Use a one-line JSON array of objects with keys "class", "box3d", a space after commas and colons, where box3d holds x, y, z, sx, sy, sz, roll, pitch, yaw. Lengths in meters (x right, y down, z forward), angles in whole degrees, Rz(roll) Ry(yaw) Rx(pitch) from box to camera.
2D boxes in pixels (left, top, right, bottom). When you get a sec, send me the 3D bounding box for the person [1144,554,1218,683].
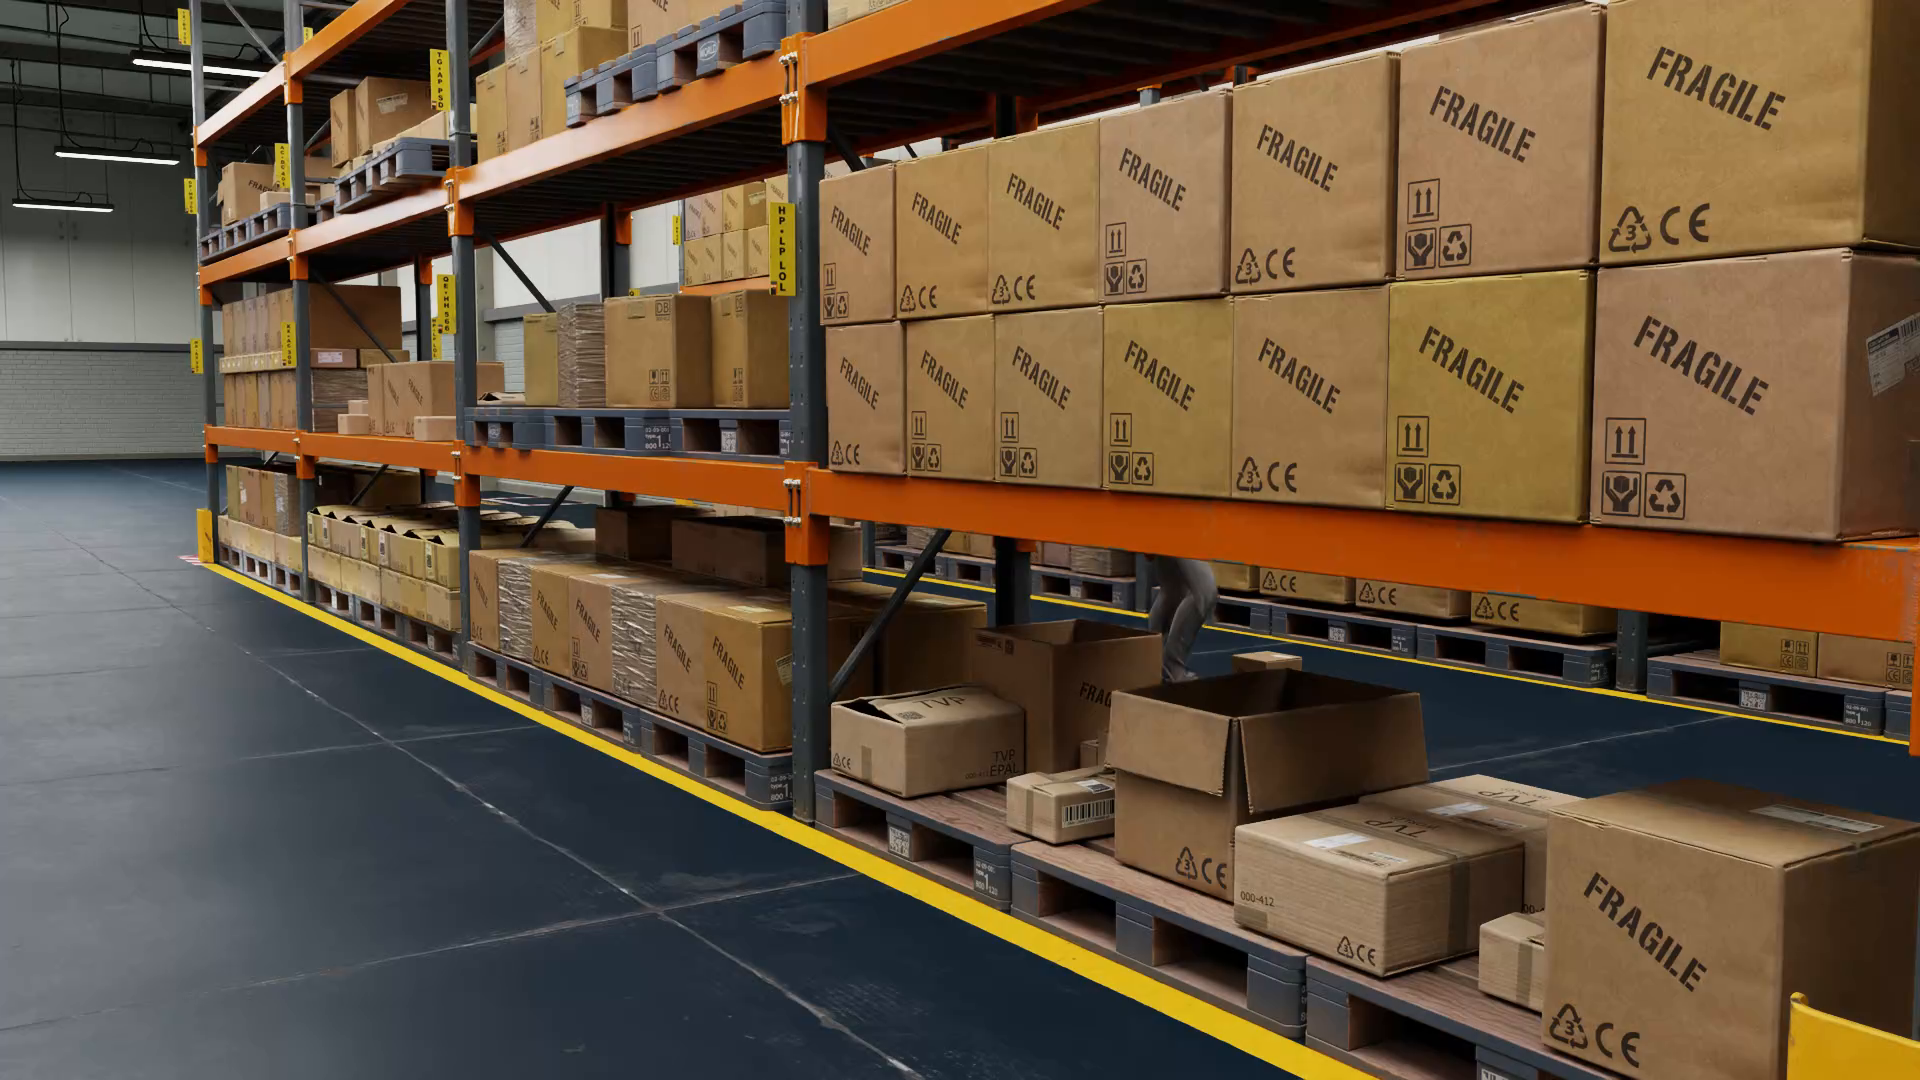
[{"class": "person", "box3d": [1.190, -0.035, 8.897, 0.451, 1.727, 0.457, 2, 5, 19]}]
